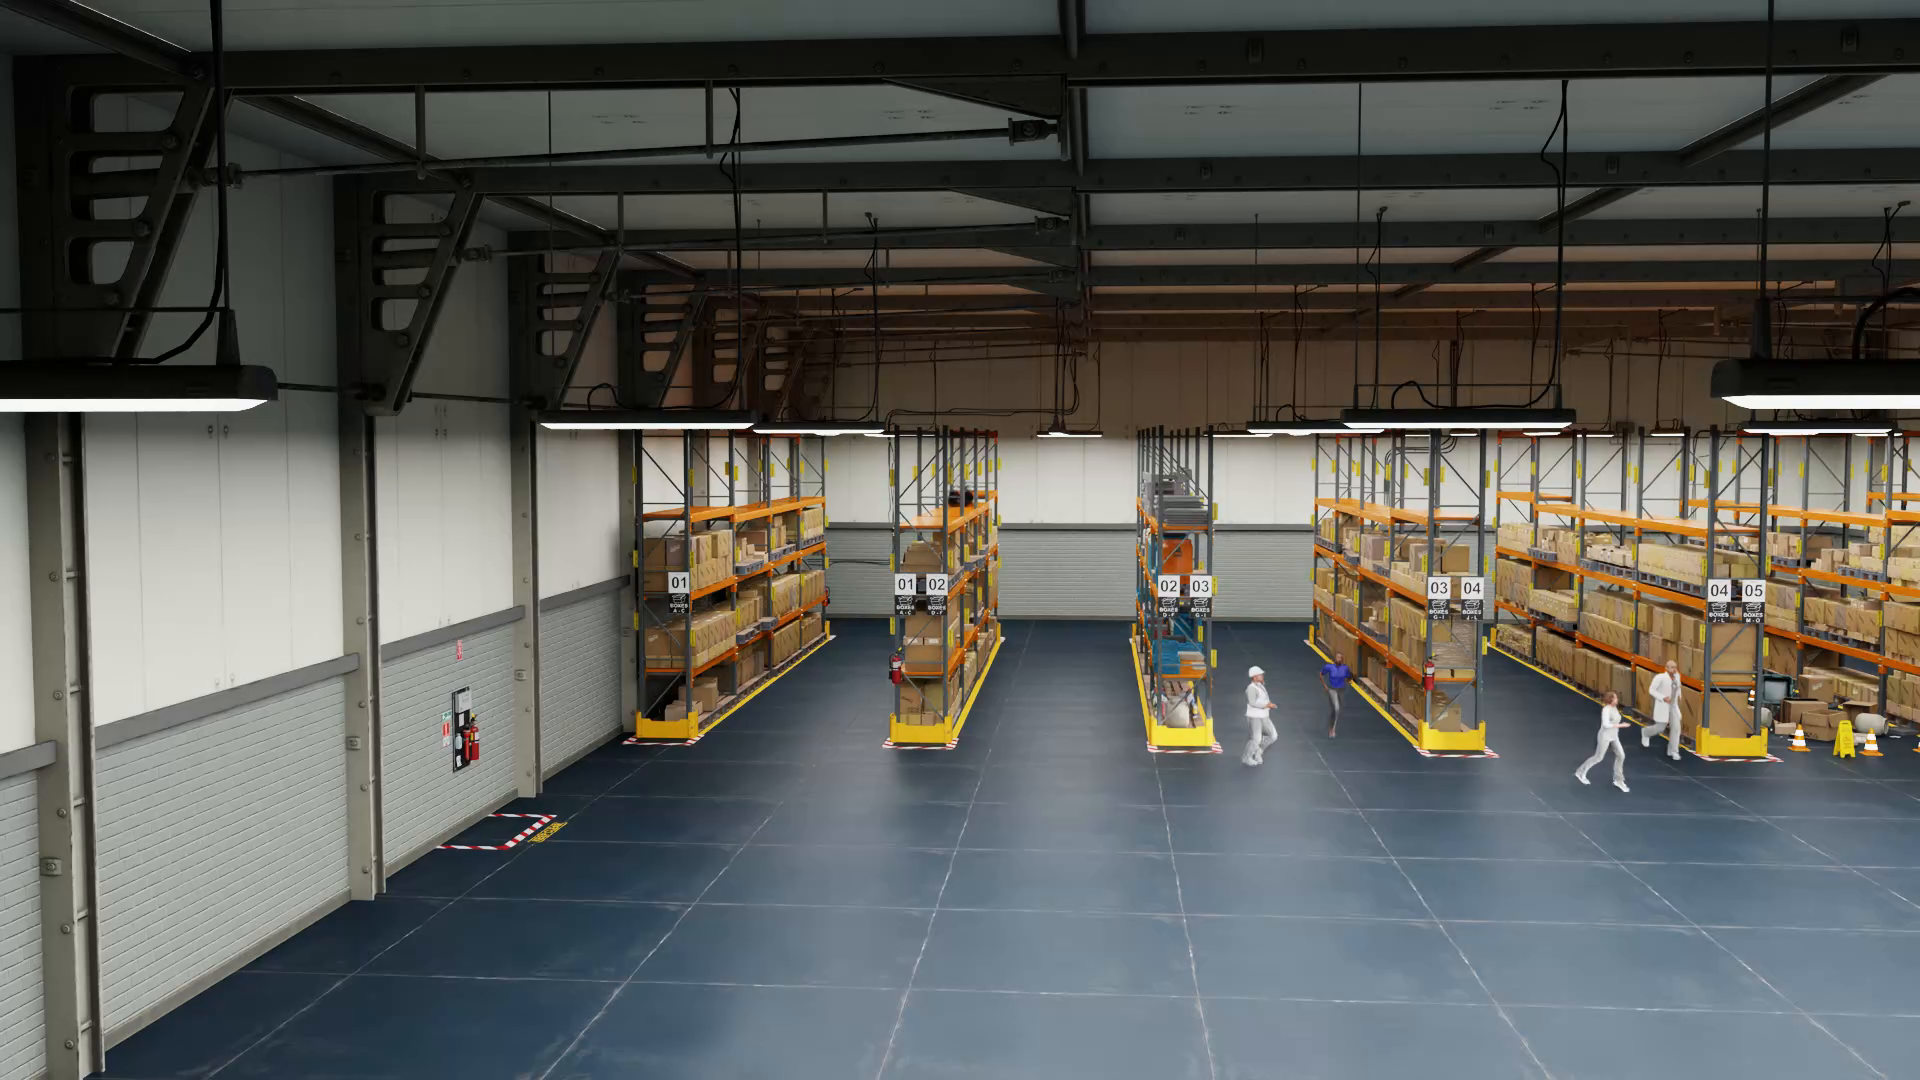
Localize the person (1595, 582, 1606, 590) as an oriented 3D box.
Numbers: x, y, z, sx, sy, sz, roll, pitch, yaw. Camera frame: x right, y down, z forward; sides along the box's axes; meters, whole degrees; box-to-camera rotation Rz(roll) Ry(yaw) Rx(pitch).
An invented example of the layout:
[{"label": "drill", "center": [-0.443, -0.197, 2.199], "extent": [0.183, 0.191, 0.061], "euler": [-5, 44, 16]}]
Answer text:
[{"label": "person", "center": [18.297, 2.063, 47.279], "extent": [0.871, 1.709, 0.609], "euler": [1, 3, 10]}]

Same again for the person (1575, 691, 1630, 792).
[{"label": "person", "center": [10.580, 3.282, 27.293], "extent": [0.850, 1.629, 0.549], "euler": [3, 5, 44]}]

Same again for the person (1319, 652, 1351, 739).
[{"label": "person", "center": [7.256, 2.985, 32.064], "extent": [0.559, 1.670, 0.741], "euler": [-1, 3, -11]}]

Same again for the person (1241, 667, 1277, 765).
[{"label": "person", "center": [5.260, 3.083, 29.145], "extent": [0.650, 1.735, 0.635], "euler": [2, 4, 35]}]

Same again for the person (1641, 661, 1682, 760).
[{"label": "person", "center": [12.790, 3.046, 30.183], "extent": [0.738, 1.759, 1.050], "euler": [-1, 4, -18]}]
